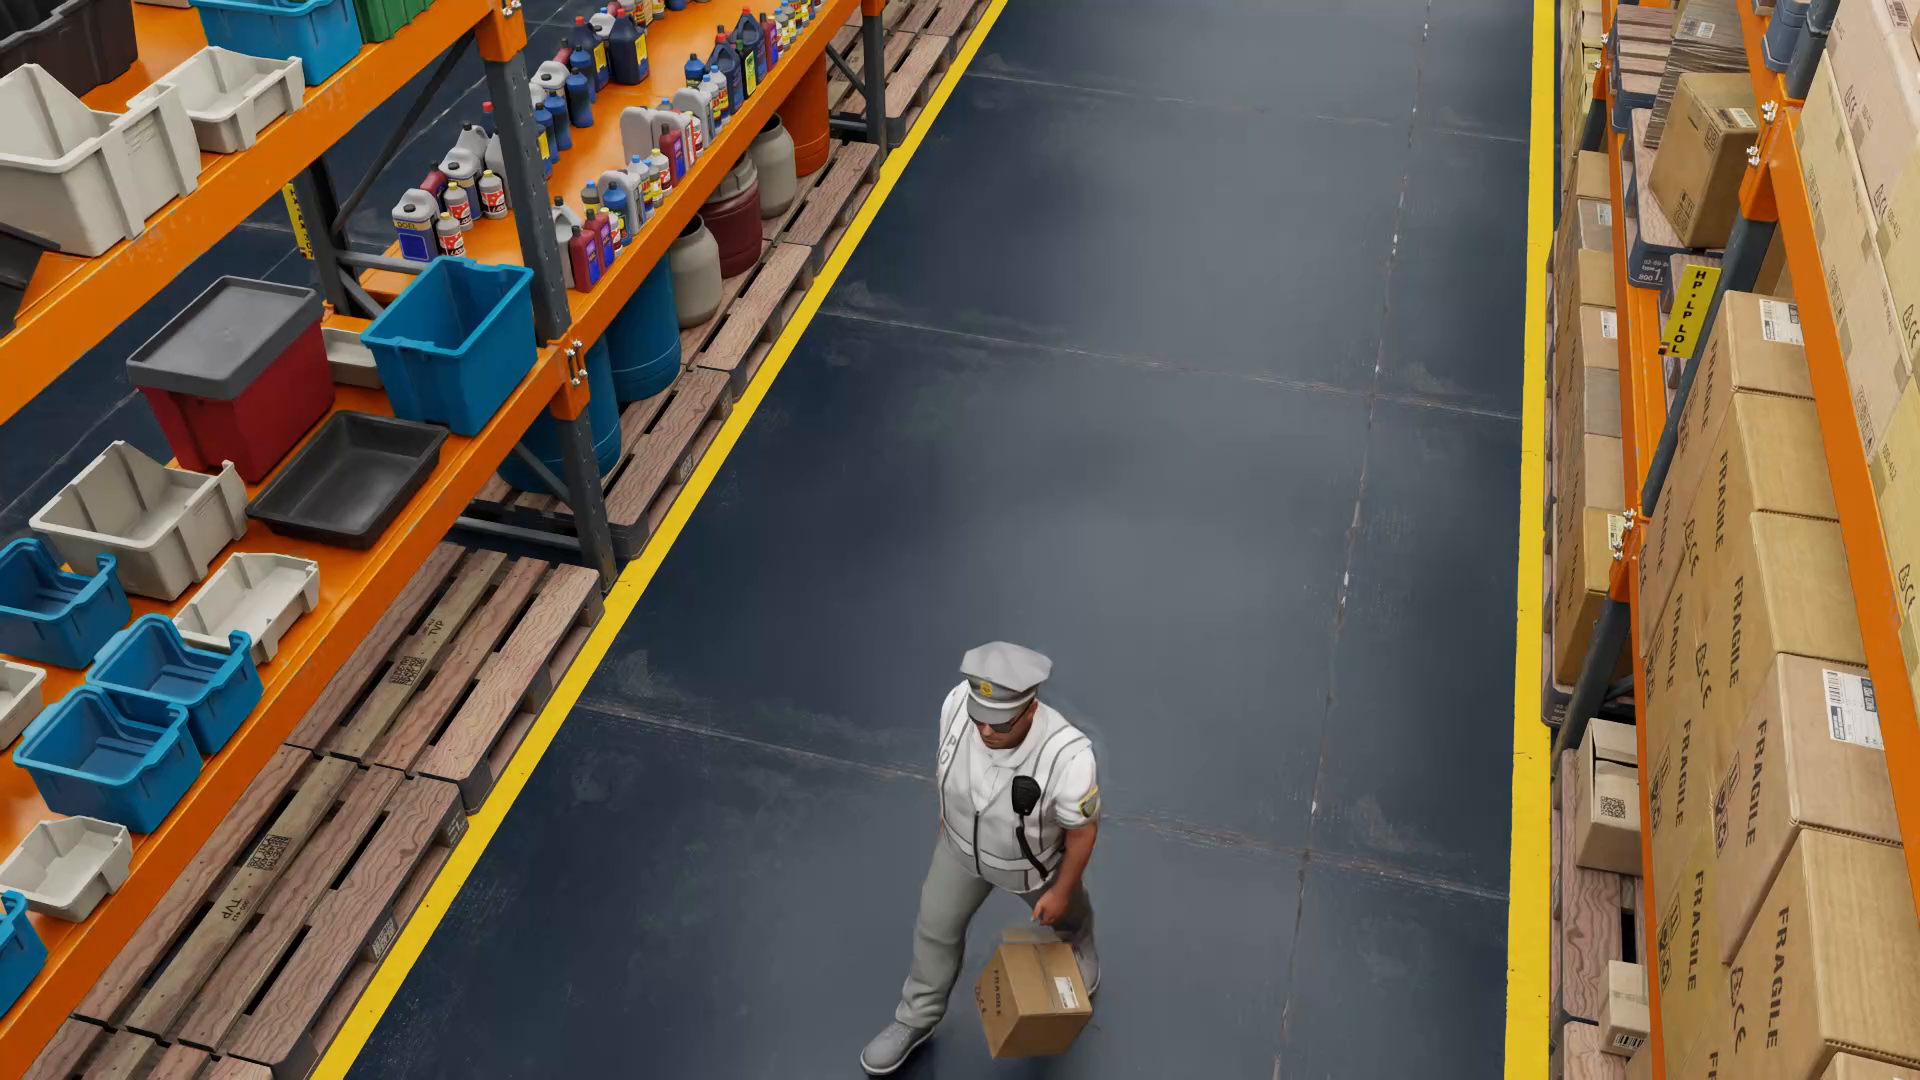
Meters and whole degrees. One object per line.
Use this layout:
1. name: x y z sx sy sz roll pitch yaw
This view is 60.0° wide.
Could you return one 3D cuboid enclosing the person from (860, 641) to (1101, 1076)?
1. person: 0.131 0.949 5.049 0.573 1.712 0.933 22 45 23
